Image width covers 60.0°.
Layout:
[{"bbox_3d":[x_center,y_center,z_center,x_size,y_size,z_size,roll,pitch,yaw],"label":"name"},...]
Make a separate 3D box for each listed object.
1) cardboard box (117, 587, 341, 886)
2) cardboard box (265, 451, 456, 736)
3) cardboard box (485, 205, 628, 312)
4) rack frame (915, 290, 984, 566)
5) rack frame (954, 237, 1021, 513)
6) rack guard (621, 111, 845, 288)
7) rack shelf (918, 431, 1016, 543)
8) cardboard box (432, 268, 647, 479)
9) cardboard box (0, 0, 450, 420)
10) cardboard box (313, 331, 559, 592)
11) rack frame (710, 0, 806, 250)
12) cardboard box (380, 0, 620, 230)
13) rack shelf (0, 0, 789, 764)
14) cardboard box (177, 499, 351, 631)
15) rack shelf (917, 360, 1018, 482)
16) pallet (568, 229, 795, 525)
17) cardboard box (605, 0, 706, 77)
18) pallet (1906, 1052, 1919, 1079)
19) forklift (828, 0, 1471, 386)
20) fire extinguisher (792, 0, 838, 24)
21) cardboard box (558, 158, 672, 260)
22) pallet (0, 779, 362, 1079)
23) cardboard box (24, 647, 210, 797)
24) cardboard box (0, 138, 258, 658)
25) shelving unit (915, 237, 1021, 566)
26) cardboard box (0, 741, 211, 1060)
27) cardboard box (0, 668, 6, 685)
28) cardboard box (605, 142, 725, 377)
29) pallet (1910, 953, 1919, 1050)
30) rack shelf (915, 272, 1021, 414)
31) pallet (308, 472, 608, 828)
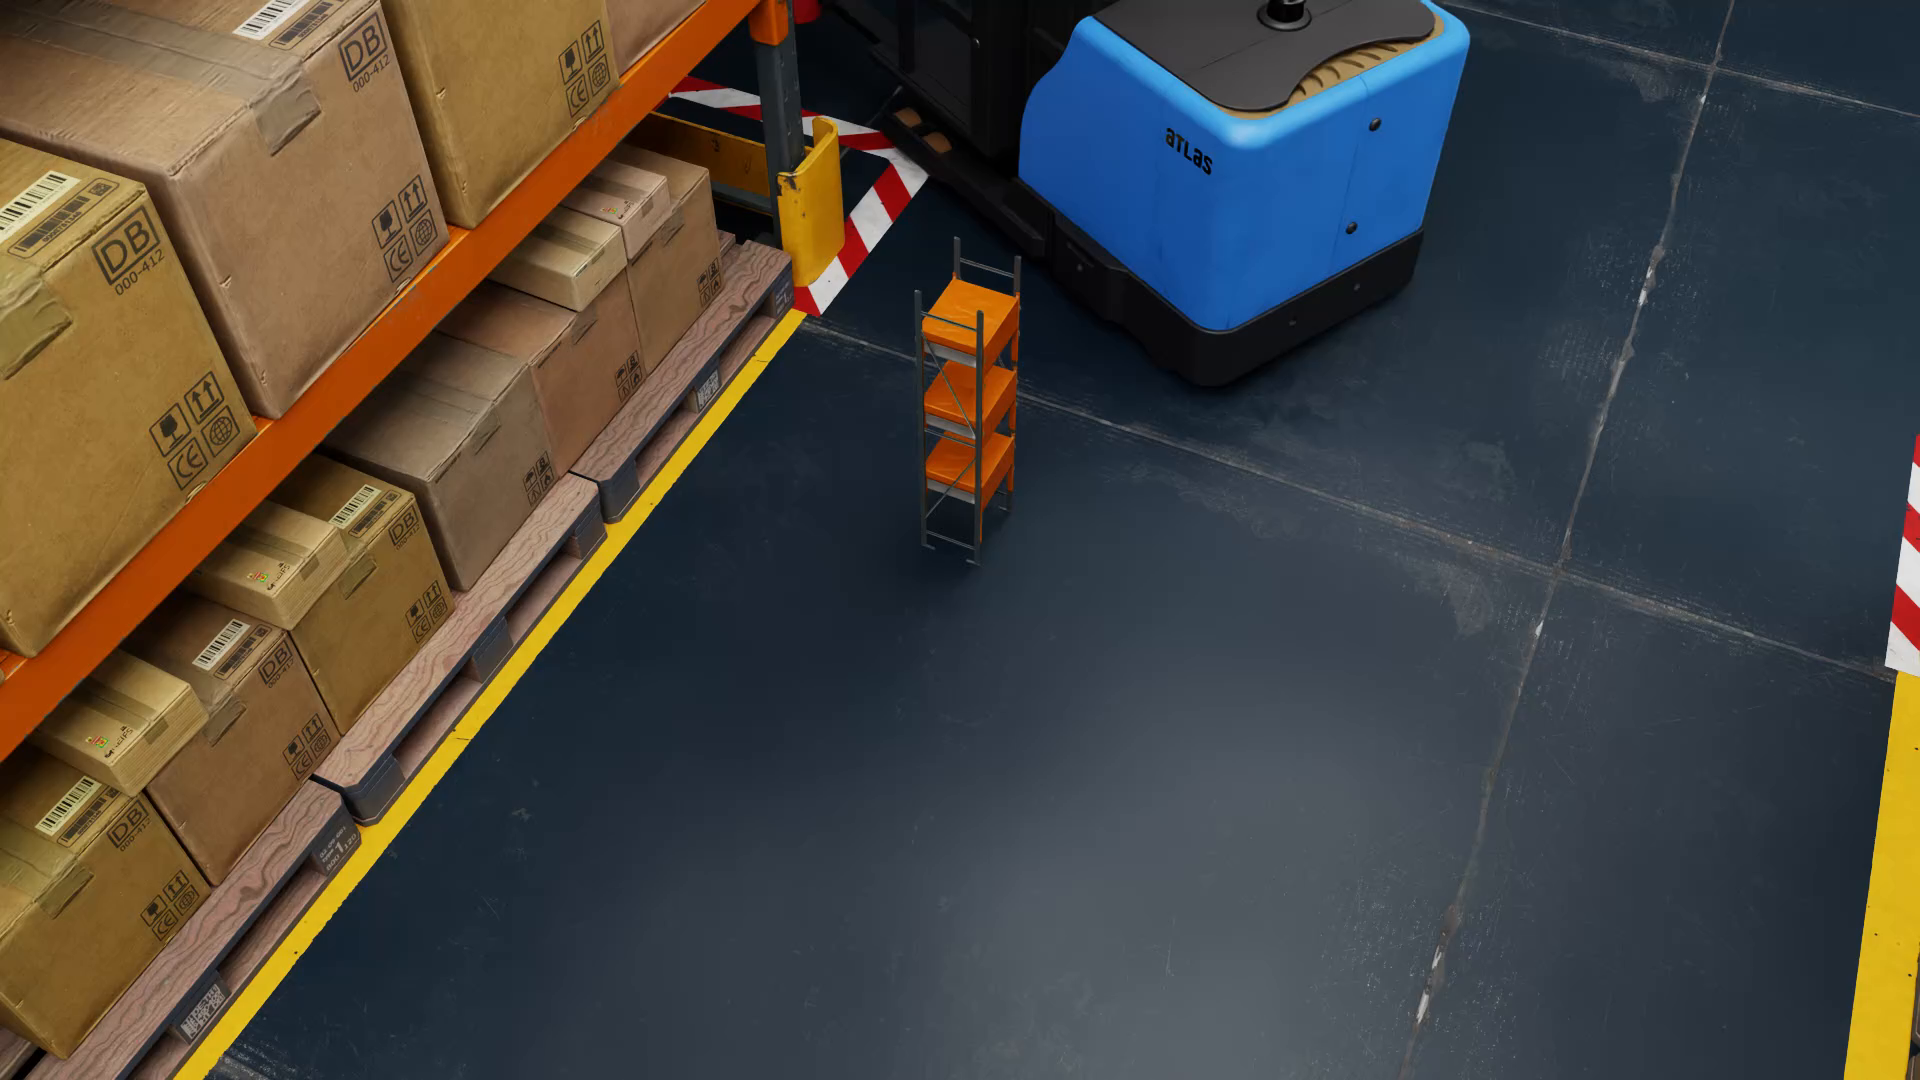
[{"bbox_3d":[-2.097,0.439,4.272,0.700,0.500,0.500,19,52,16],"label":"cardboard box"},{"bbox_3d":[-1.876,0.086,4.573,0.700,0.500,0.500,21,53,17],"label":"cardboard box"},{"bbox_3d":[-1.225,-0.861,4.952,0.380,0.149,0.250,21,53,17],"label":"cardboard box"},{"bbox_3d":[-0.029,-0.293,4.810,0.200,1.050,0.008,20,52,16],"label":"rack frame"},{"bbox_3d":[0.075,-0.461,4.953,0.200,1.050,0.008,20,52,16],"label":"rack frame"},{"bbox_3d":[-1.008,-1.369,6.087,1.175,0.500,0.348,20,52,16],"label":"rack guard"},{"bbox_3d":[0.023,-0.190,5.101,0.215,0.259,0.240,20,52,16],"label":"rack shelf"},{"bbox_3d":[-1.440,-0.630,5.182,0.700,0.500,0.500,20,52,16],"label":"cardboard box"},{"bbox_3d":[-1.861,-0.879,3.831,0.980,0.700,0.700,18,52,14],"label":"cardboard box"},{"bbox_3d":[-1.654,-0.283,4.887,0.700,0.500,0.500,18,52,15],"label":"cardboard box"},{"bbox_3d":[-1.018,-2.163,5.121,1.000,3.000,0.127,20,52,16],"label":"rack frame"},{"bbox_3d":[-1.527,-1.401,4.276,0.980,0.700,0.700,19,52,16],"label":"cardboard box"},{"bbox_3d":[-1.872,-0.553,4.223,1.077,0.370,4.000,20,52,16],"label":"rack shelf"},{"bbox_3d":[-1.780,0.038,4.188,0.380,0.149,0.250,18,52,15],"label":"cardboard box"},{"bbox_3d":[0.023,-0.370,4.890,0.215,0.259,0.240,20,52,16],"label":"rack shelf"},{"bbox_3d":[-1.289,-0.683,5.693,1.003,0.211,1.213,20,52,16],"label":"pallet"},{"bbox_3d":[-1.227,-1.906,4.705,0.980,0.700,0.700,22,53,18],"label":"cardboard box"},{"bbox_3d":[2.568,1.789,3.590,1.003,0.211,1.213,20,52,16],"label":"pallet"},{"bbox_3d":[0.357,-2.555,5.499,1.130,2.935,3.031,-29,55,-22],"label":"forklift"},{"bbox_3d":[-0.536,-1.971,5.253,0.296,0.674,0.183,20,52,16],"label":"fire extinguisher"},{"bbox_3d":[-1.117,-1.037,5.102,0.380,0.149,0.250,19,52,16],"label":"cardboard box"},{"bbox_3d":[-2.331,0.997,4.263,1.003,0.211,1.213,20,52,16],"label":"pallet"},{"bbox_3d":[-2.003,0.397,3.882,0.380,0.149,0.250,21,53,17],"label":"cardboard box"},{"bbox_3d":[-2.163,-0.375,3.402,0.980,0.700,0.700,19,52,15],"label":"cardboard box"},{"bbox_3d":[0.023,-0.377,4.882,0.215,1.050,0.252,20,52,16],"label":"shelving unit"},{"bbox_3d":[-2.314,0.784,3.979,0.700,0.500,0.500,20,53,17],"label":"cardboard box"},{"bbox_3d":[-2.480,0.126,2.976,0.980,0.700,0.700,21,53,17],"label":"cardboard box"},{"bbox_3d":[-1.226,-0.974,5.475,0.700,0.500,0.500,20,52,16],"label":"cardboard box"},{"bbox_3d":[3.090,0.952,4.302,1.003,0.211,1.213,20,52,16],"label":"pallet"},{"bbox_3d":[0.023,-0.554,4.673,0.215,0.259,0.240,20,52,16],"label":"rack shelf"},{"bbox_3d":[-1.811,0.154,4.980,1.003,0.211,1.213,20,52,16],"label":"pallet"}]
